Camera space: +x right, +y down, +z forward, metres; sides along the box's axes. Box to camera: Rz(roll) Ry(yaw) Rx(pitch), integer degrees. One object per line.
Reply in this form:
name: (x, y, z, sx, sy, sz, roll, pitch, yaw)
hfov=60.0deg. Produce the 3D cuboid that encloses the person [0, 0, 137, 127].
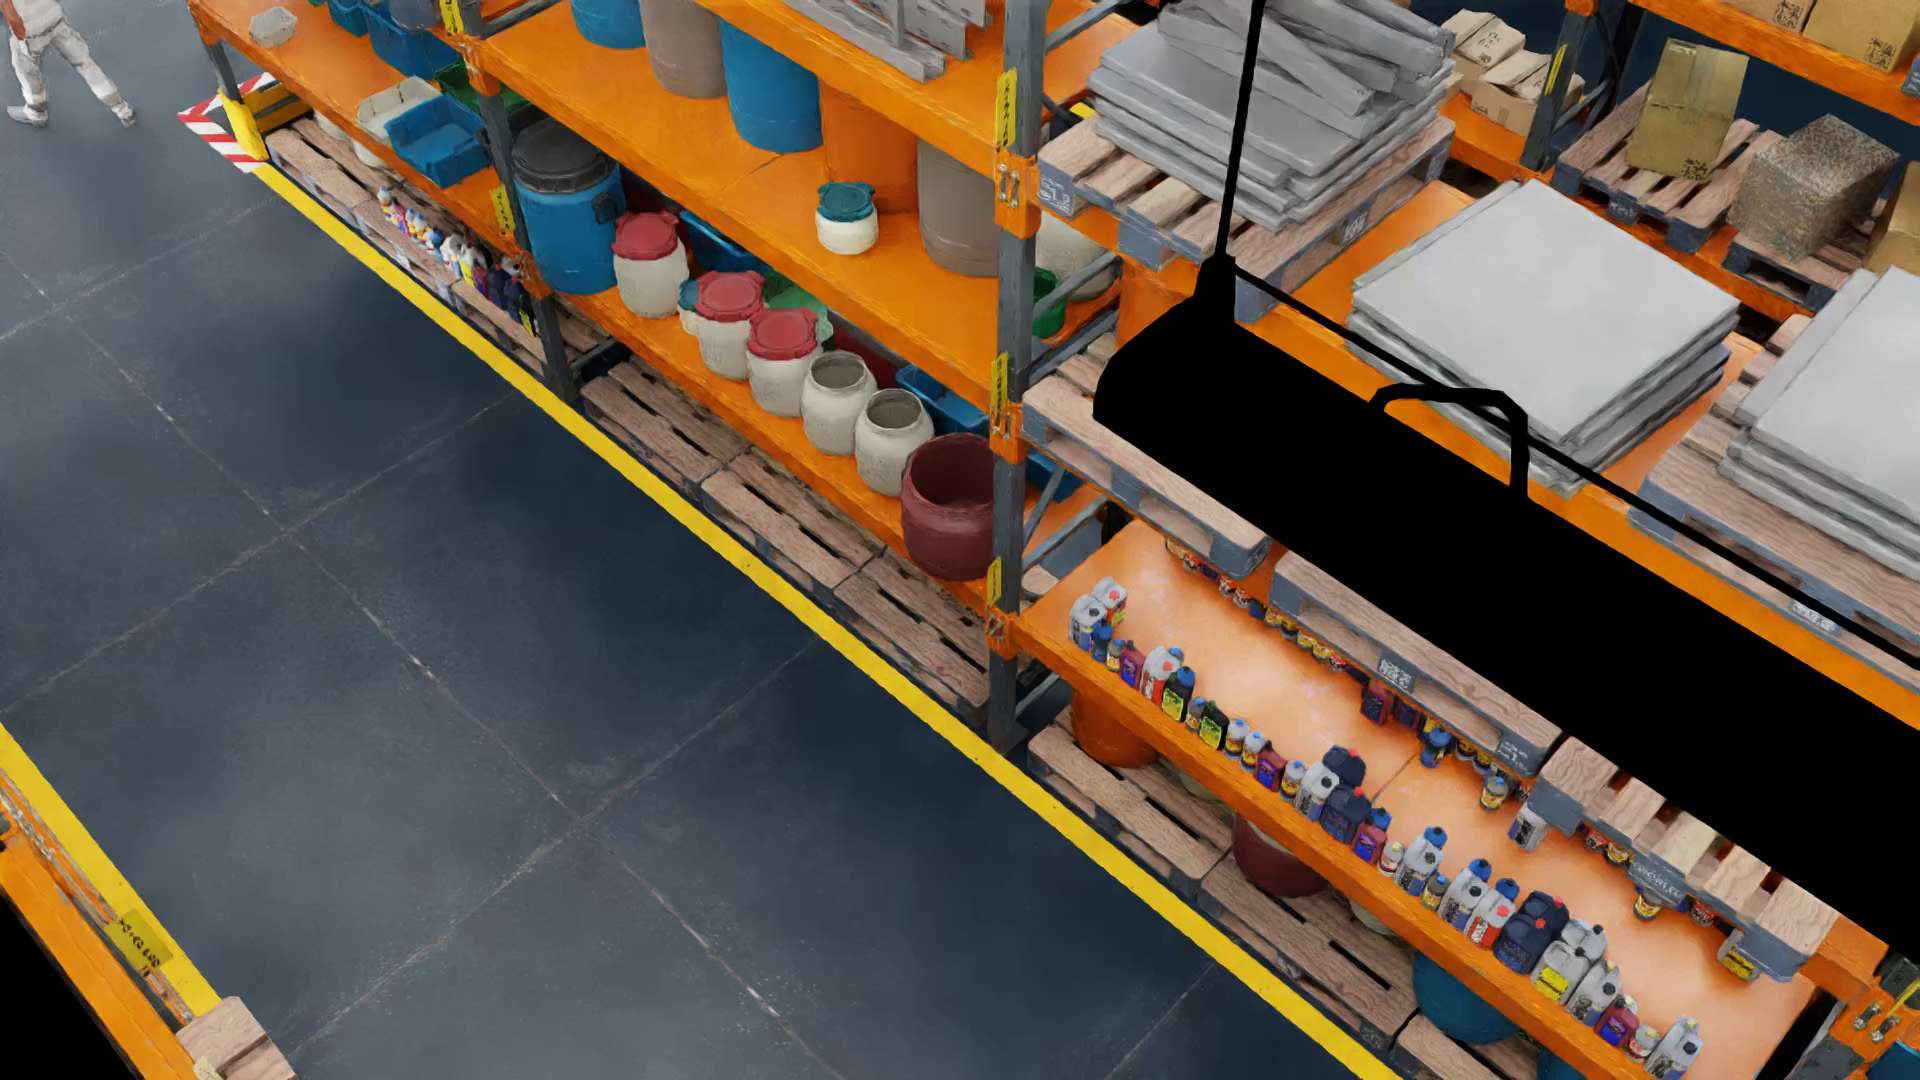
person: (-6.982, -3.892, 12.526, 0.969, 1.746, 0.596, 17, 52, 14)
